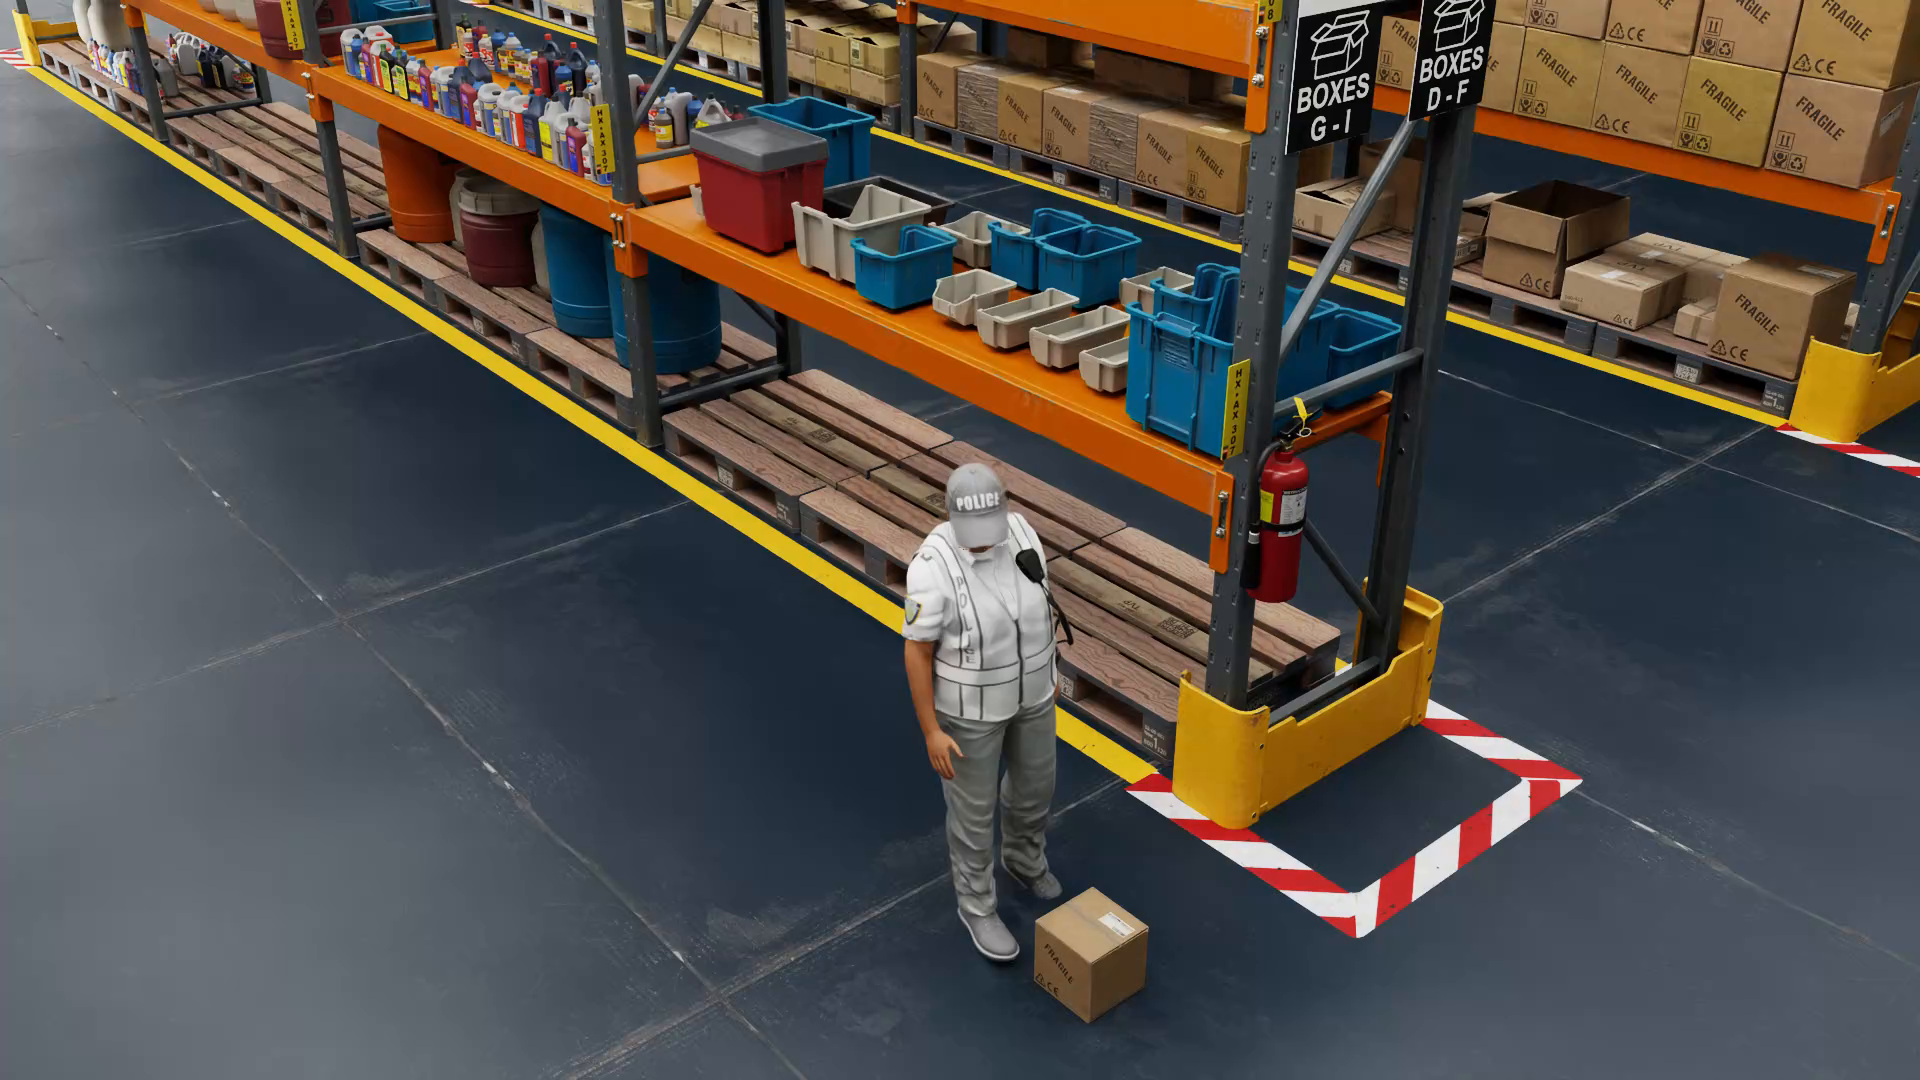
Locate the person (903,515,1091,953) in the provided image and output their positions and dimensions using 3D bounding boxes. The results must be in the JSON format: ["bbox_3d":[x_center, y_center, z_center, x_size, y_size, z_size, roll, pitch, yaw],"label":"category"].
[{"bbox_3d":[0.133,0.565,5.219,0.519,1.541,0.591,-22,35,-35],"label":"person"}]
